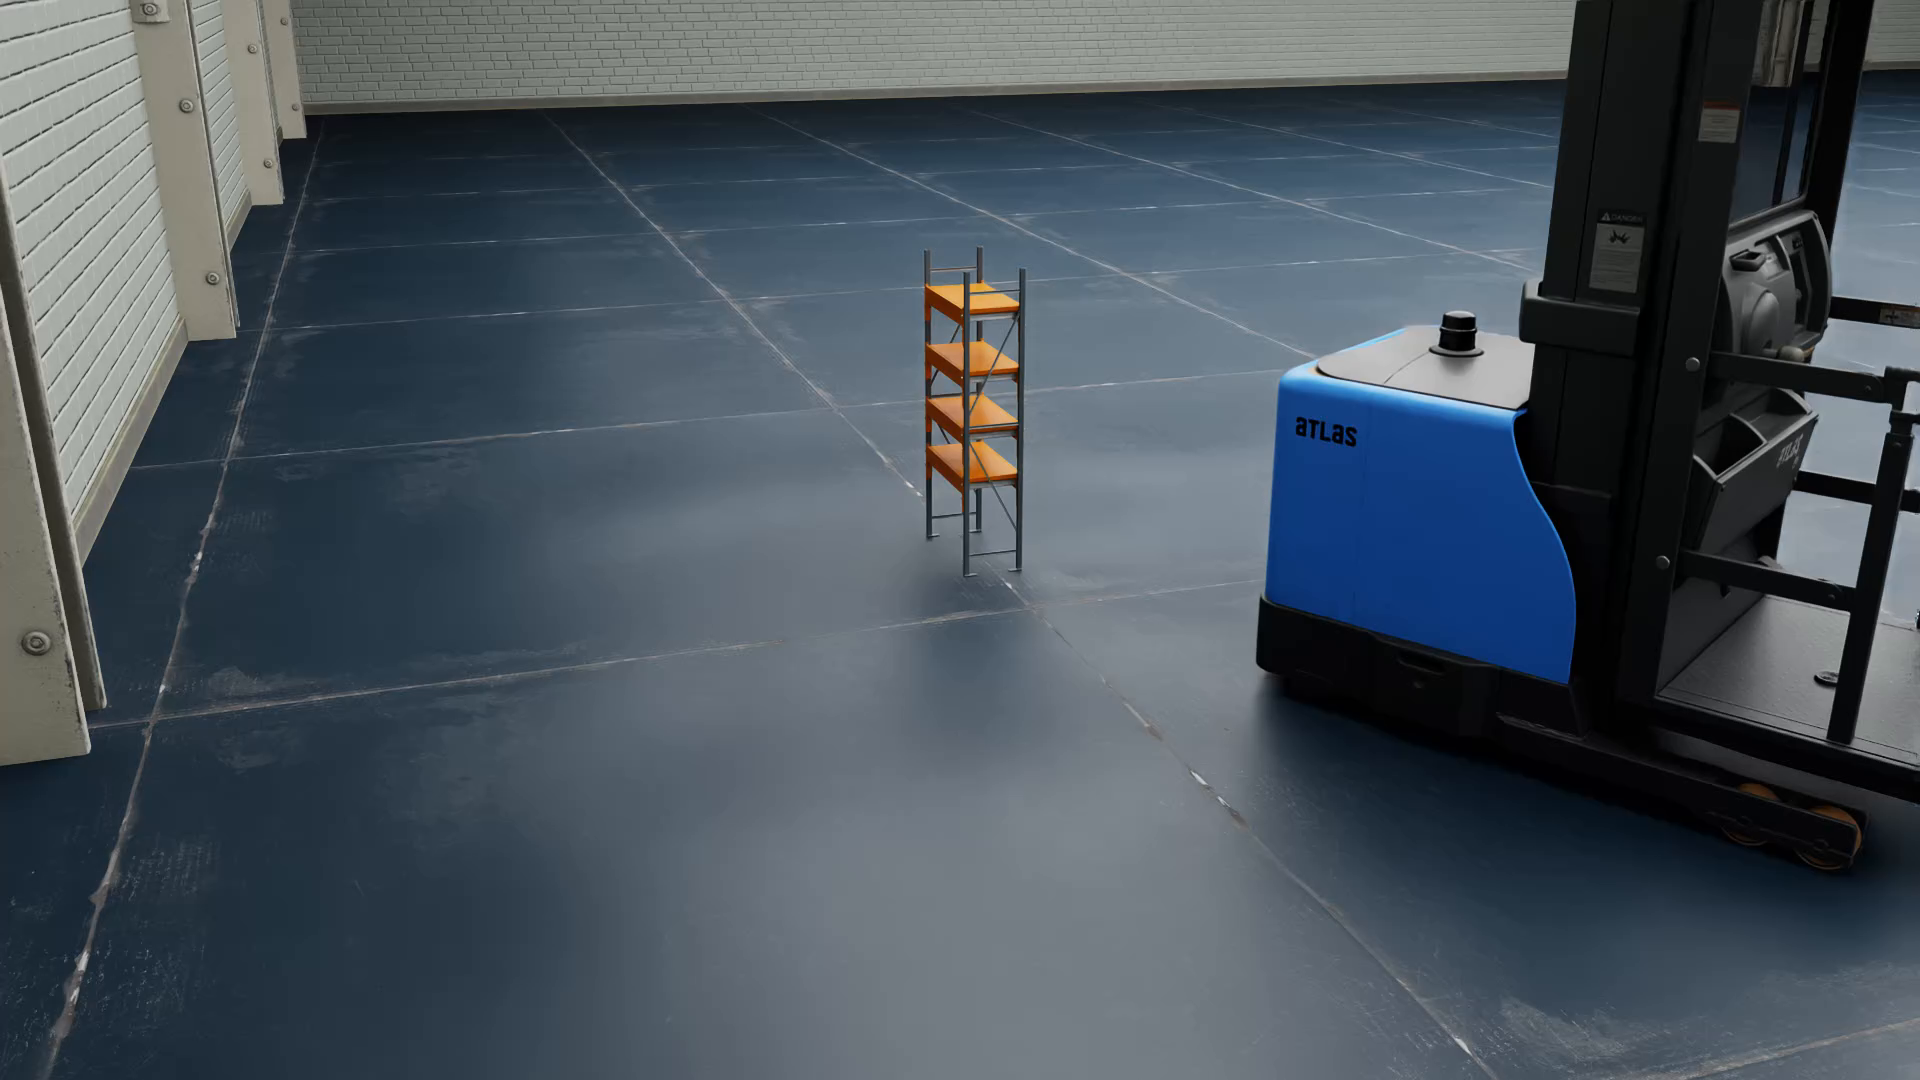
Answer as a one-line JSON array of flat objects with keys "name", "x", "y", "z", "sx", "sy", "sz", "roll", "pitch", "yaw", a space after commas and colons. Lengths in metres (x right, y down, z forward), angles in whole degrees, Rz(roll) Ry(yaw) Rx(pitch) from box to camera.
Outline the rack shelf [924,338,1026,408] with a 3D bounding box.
[{"name": "rack shelf", "x": 0.052, "y": -0.659, "z": 6.513, "sx": 0.258, "sy": 0.148, "sz": 0.480, "roll": -6, "pitch": 21, "yaw": -17}]

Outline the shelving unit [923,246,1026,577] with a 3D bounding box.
[{"name": "shelving unit", "x": 0.052, "y": -0.512, "z": 6.566, "sx": 0.258, "sy": 1.200, "sz": 0.503, "roll": -6, "pitch": 21, "yaw": -17}]

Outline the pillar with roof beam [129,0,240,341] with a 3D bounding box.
[{"name": "pillar with roof beam", "x": -0.676, "y": -6.010, "z": 10.336, "sx": 9.100, "sy": 9.000, "sz": 0.400, "roll": -6, "pitch": 21, "yaw": -17}]

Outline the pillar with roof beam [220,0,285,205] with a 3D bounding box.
[{"name": "pillar with roof beam", "x": -2.562, "y": -7.935, "z": 15.696, "sx": 9.100, "sy": 9.000, "sz": 0.400, "roll": -6, "pitch": 21, "yaw": -17}]

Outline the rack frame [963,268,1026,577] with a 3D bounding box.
[{"name": "rack frame", "x": 0.129, "y": -0.433, "z": 6.348, "sx": 0.240, "sy": 1.200, "sz": 0.015, "roll": -6, "pitch": 21, "yaw": -17}]

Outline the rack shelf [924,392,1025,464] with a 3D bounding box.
[{"name": "rack shelf", "x": 0.052, "y": -0.448, "z": 6.589, "sx": 0.258, "sy": 0.148, "sz": 0.480, "roll": -6, "pitch": 21, "yaw": -17}]

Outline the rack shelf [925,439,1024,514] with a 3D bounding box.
[{"name": "rack shelf", "x": 0.052, "y": -0.261, "z": 6.656, "sx": 0.258, "sy": 0.148, "sz": 0.480, "roll": -6, "pitch": 21, "yaw": -17}]

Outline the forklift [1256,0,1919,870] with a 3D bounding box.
[{"name": "forklift", "x": 2.437, "y": -0.697, "z": 4.522, "sx": 3.031, "sy": 2.935, "sz": 1.130, "roll": 16, "pitch": 25, "yaw": 38}]

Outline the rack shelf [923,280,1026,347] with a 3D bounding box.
[{"name": "rack shelf", "x": 0.052, "y": -0.881, "z": 6.433, "sx": 0.258, "sy": 0.148, "sz": 0.480, "roll": -6, "pitch": 21, "yaw": -17}]

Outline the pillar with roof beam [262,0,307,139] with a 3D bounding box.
[{"name": "pillar with roof beam", "x": -4.448, "y": -9.860, "z": 21.057, "sx": 9.100, "sy": 9.000, "sz": 0.400, "roll": -6, "pitch": 21, "yaw": -17}]

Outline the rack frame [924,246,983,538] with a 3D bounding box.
[{"name": "rack frame", "x": -0.025, "y": -0.590, "z": 6.784, "sx": 0.240, "sy": 1.200, "sz": 0.015, "roll": -6, "pitch": 21, "yaw": -17}]
